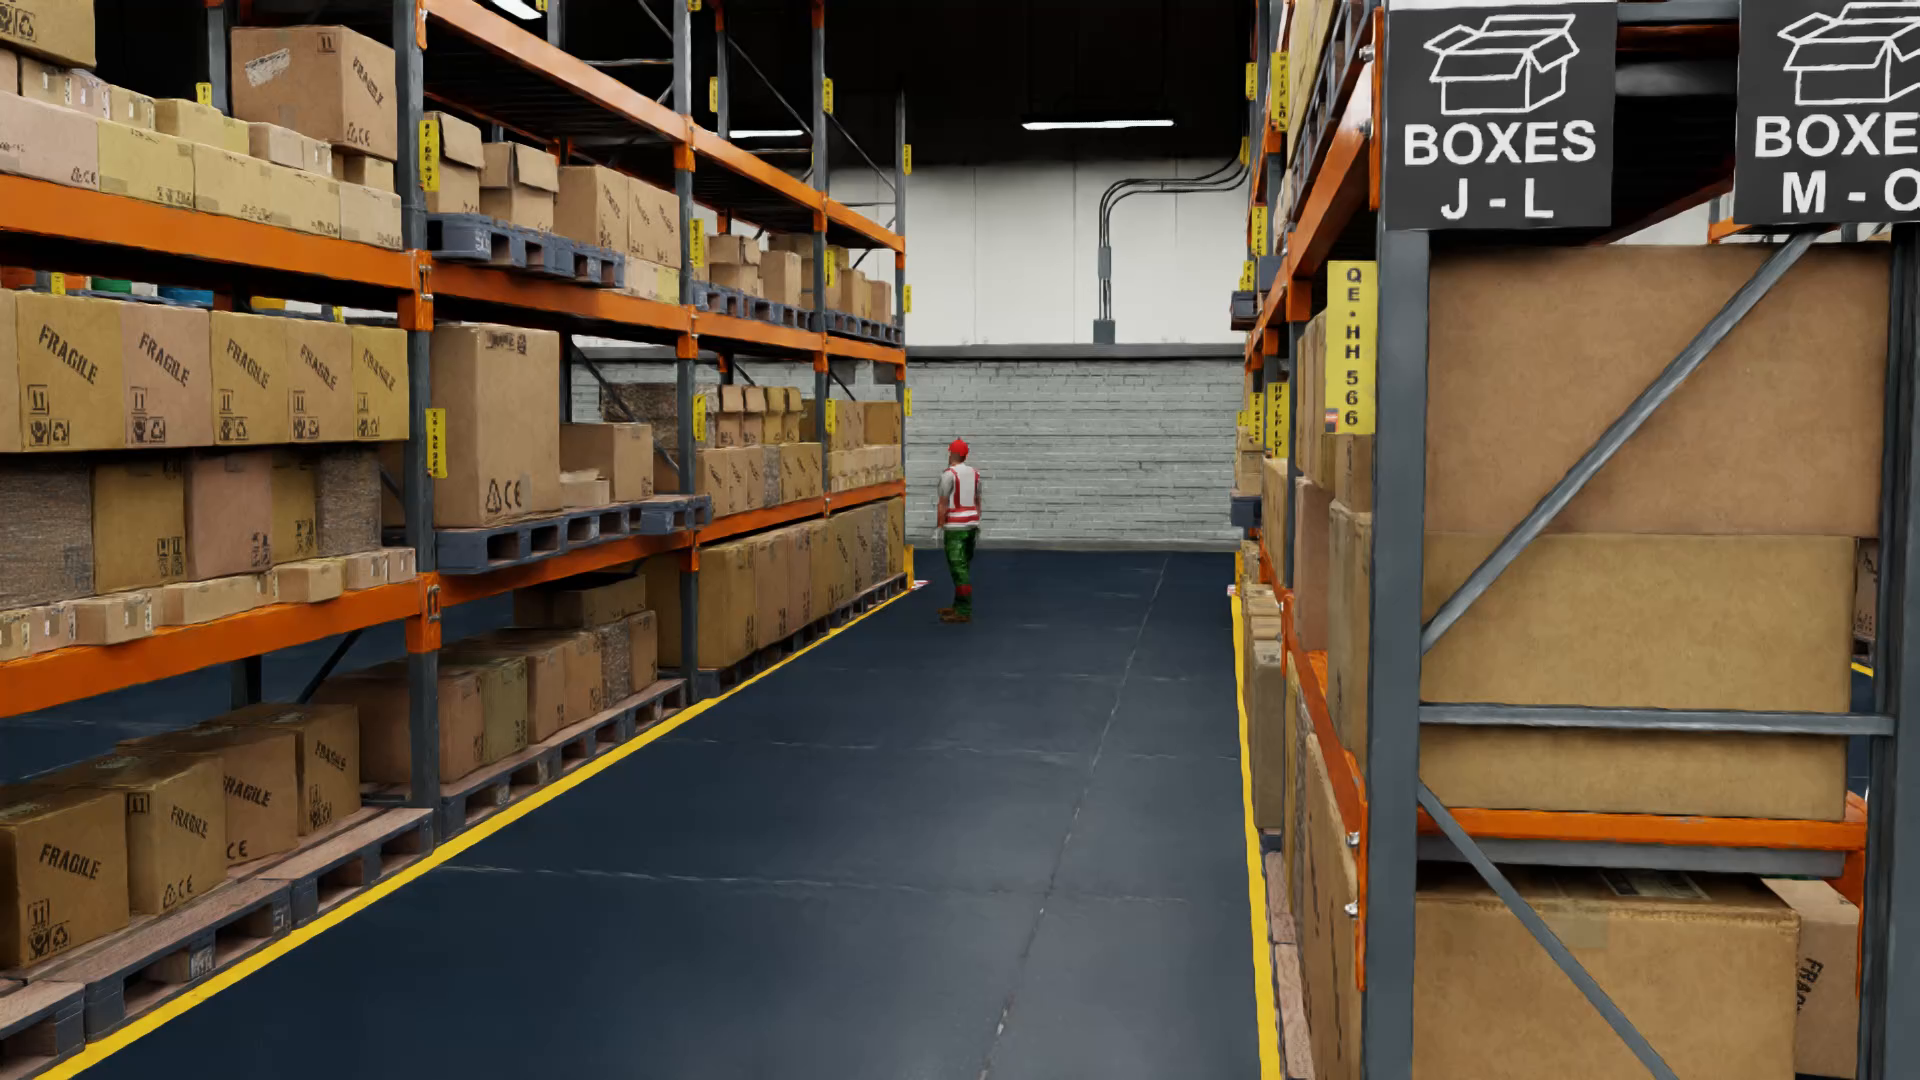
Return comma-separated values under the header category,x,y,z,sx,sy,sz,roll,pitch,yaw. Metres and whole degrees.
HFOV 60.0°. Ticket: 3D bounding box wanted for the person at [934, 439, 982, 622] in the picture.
category,x,y,z,sx,sy,sz,roll,pitch,yaw
person,-0.047,-0.108,16.487,0.569,1.786,0.663,3,6,38
